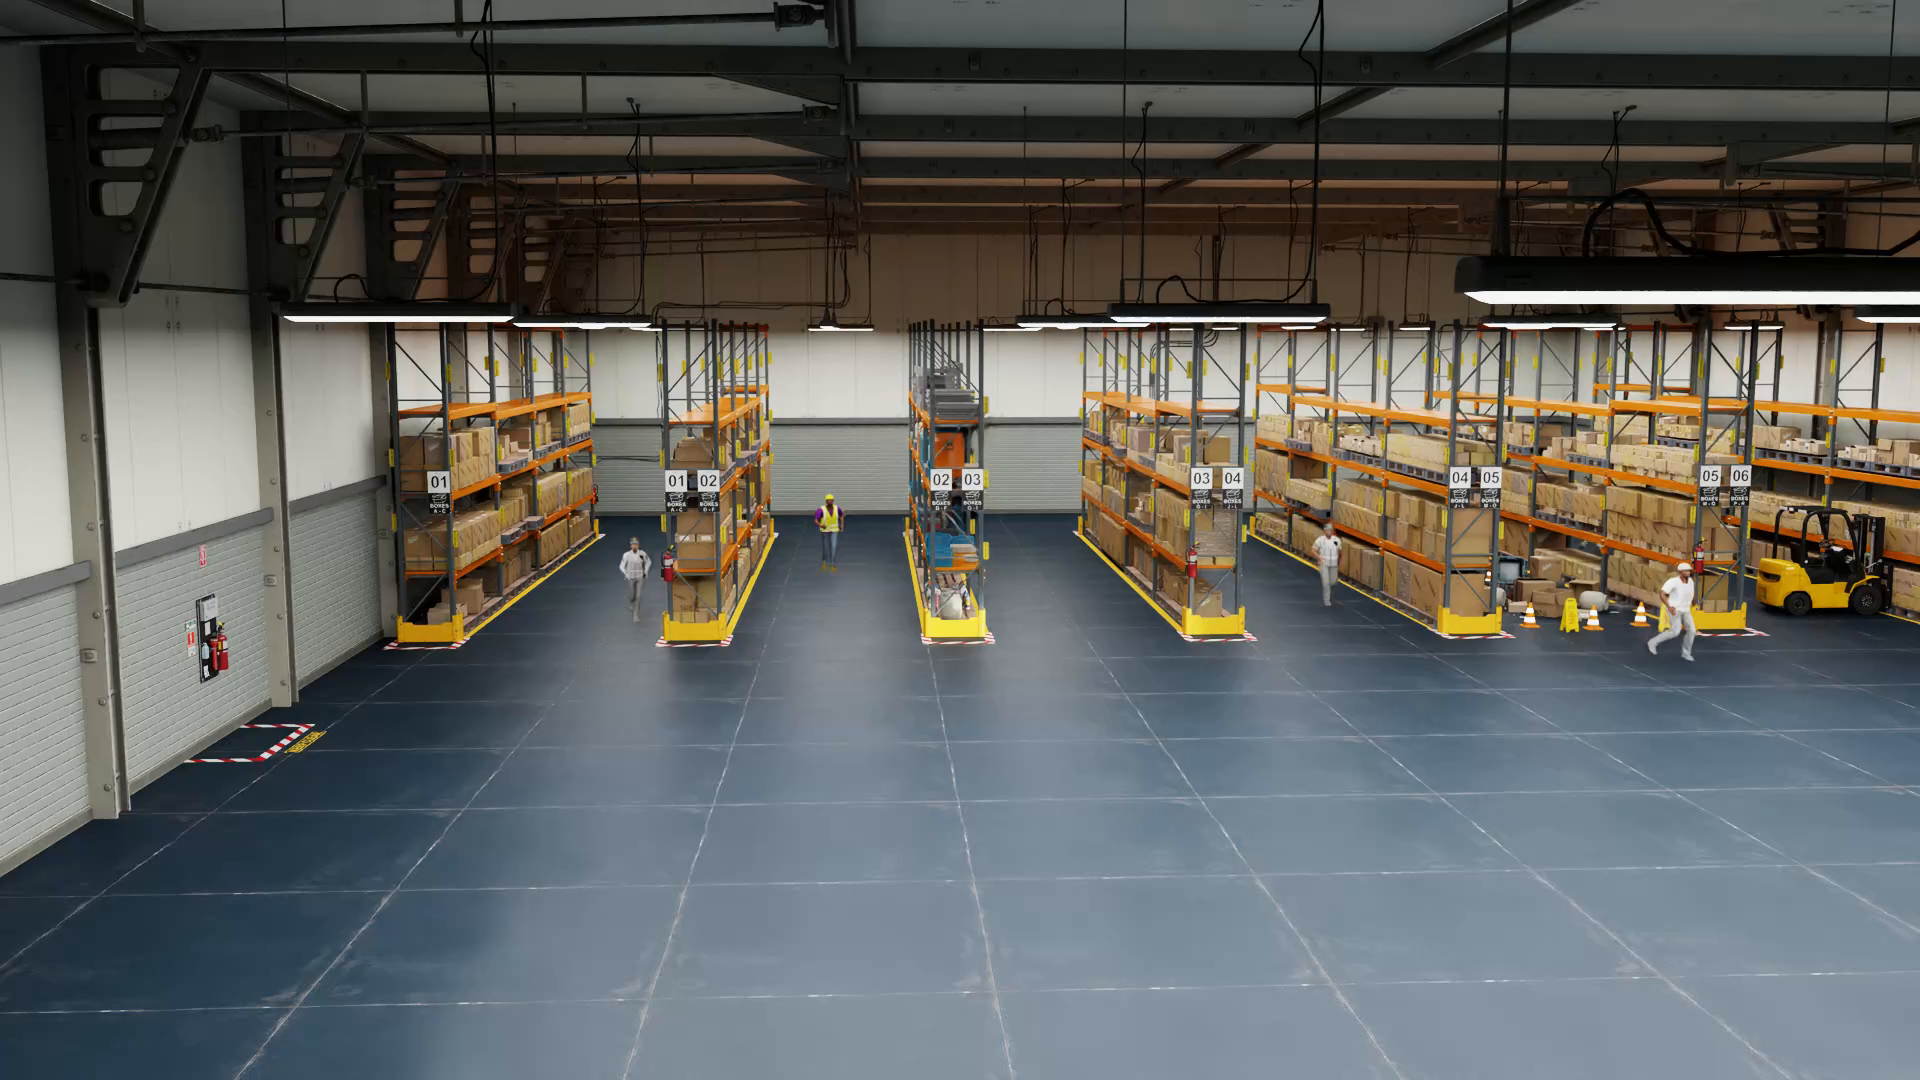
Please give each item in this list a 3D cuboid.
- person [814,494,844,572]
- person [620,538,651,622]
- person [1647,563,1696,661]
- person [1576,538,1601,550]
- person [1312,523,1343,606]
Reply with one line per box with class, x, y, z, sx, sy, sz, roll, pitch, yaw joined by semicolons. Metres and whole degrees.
person;-3.018;-0.168;38.517;0.725;1.798;0.780;-2;7;-17
person;-6.538;0.780;33.553;0.627;1.696;0.762;-1;7;-11
person;12.688;1.267;29.415;0.887;1.760;0.663;-4;8;-29
person;16.636;-0.583;43.925;0.588;1.831;0.835;-2;7;-19
person;7.827;0.502;35.418;0.663;1.749;0.625;0;7;-1
